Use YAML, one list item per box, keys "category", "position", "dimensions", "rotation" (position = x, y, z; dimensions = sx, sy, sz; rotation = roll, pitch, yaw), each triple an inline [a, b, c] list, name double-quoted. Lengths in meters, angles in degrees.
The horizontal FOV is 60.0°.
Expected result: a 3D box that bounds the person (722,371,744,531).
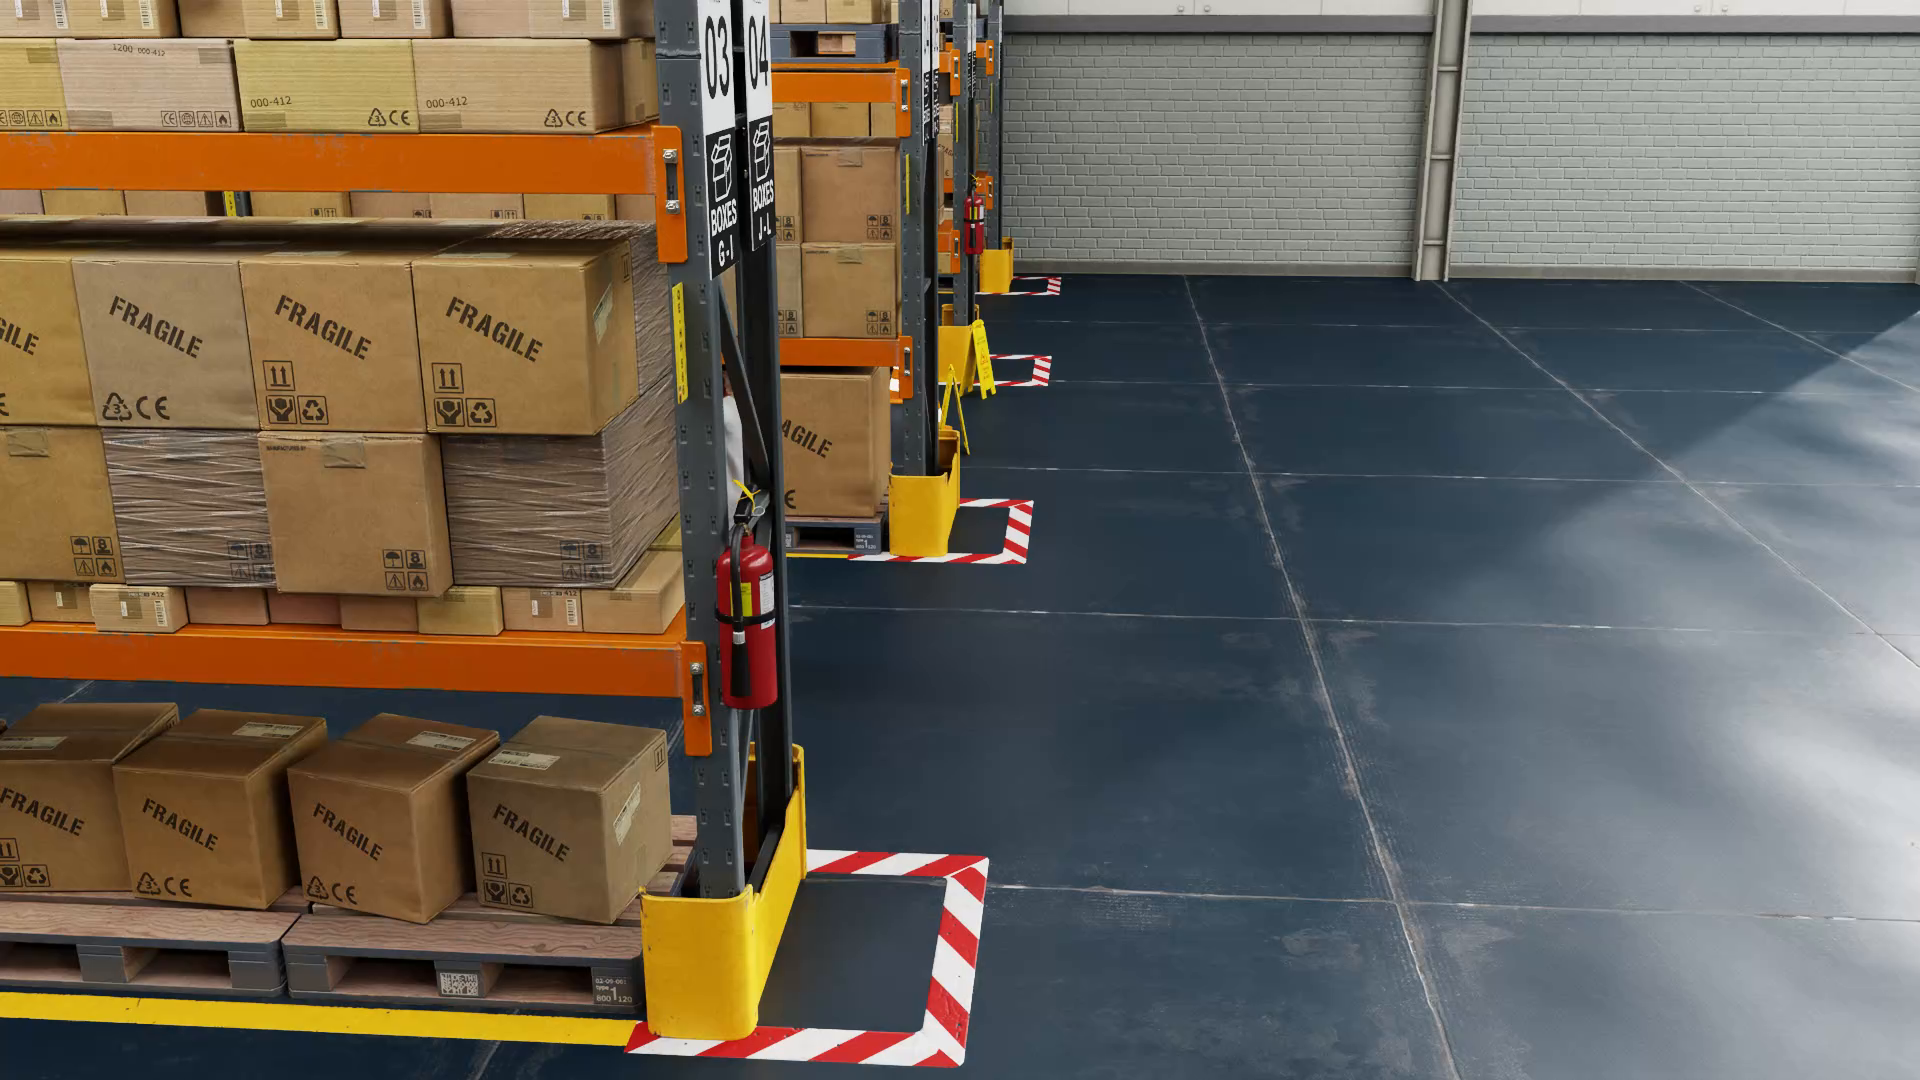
- category: "person"
  position: [-1.164, -0.120, 7.929]
  dimensions: [0.352, 1.673, 0.511]
  rotation: [1, 18, 2]
